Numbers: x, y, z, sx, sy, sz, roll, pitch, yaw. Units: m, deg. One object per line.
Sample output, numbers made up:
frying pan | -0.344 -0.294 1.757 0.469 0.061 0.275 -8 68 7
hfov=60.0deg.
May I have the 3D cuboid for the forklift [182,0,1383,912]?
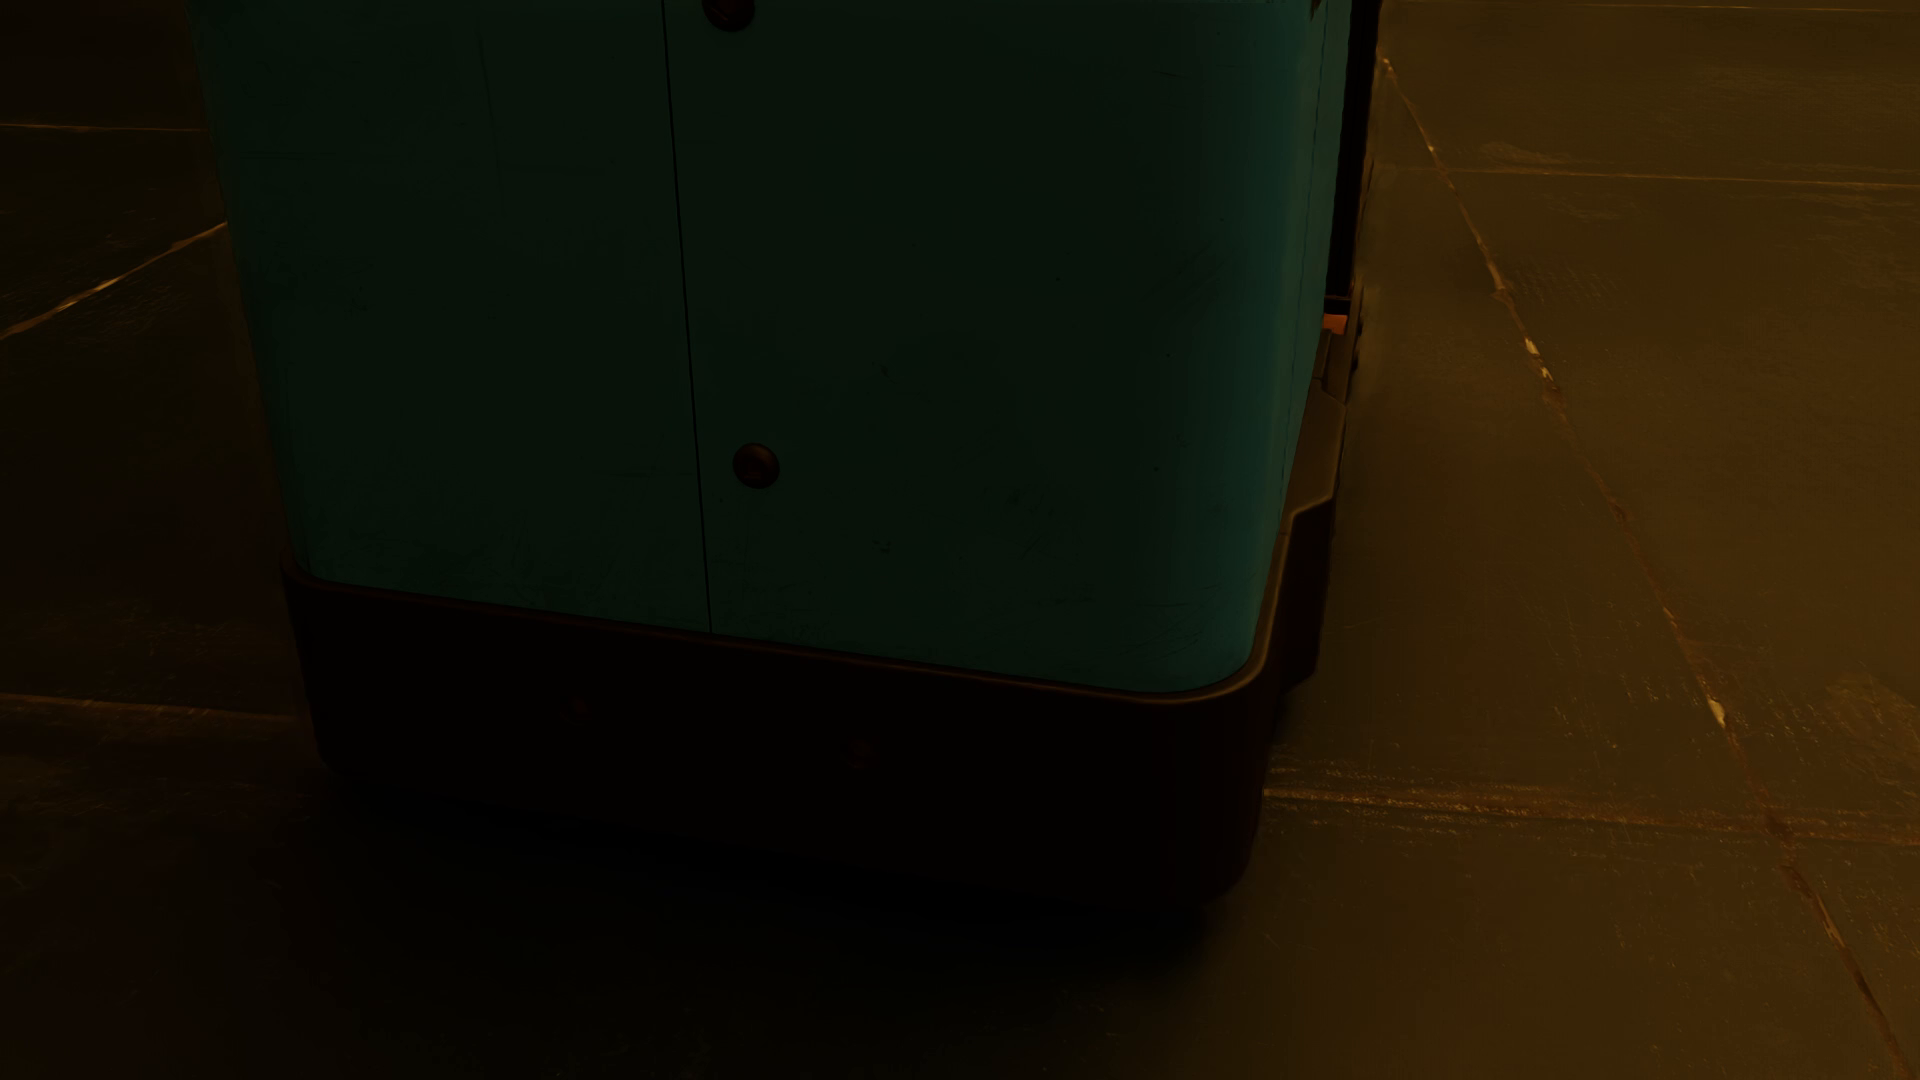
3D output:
forklift | 0.144 -1.588 2.400 1.130 2.935 3.031 7 27 13
